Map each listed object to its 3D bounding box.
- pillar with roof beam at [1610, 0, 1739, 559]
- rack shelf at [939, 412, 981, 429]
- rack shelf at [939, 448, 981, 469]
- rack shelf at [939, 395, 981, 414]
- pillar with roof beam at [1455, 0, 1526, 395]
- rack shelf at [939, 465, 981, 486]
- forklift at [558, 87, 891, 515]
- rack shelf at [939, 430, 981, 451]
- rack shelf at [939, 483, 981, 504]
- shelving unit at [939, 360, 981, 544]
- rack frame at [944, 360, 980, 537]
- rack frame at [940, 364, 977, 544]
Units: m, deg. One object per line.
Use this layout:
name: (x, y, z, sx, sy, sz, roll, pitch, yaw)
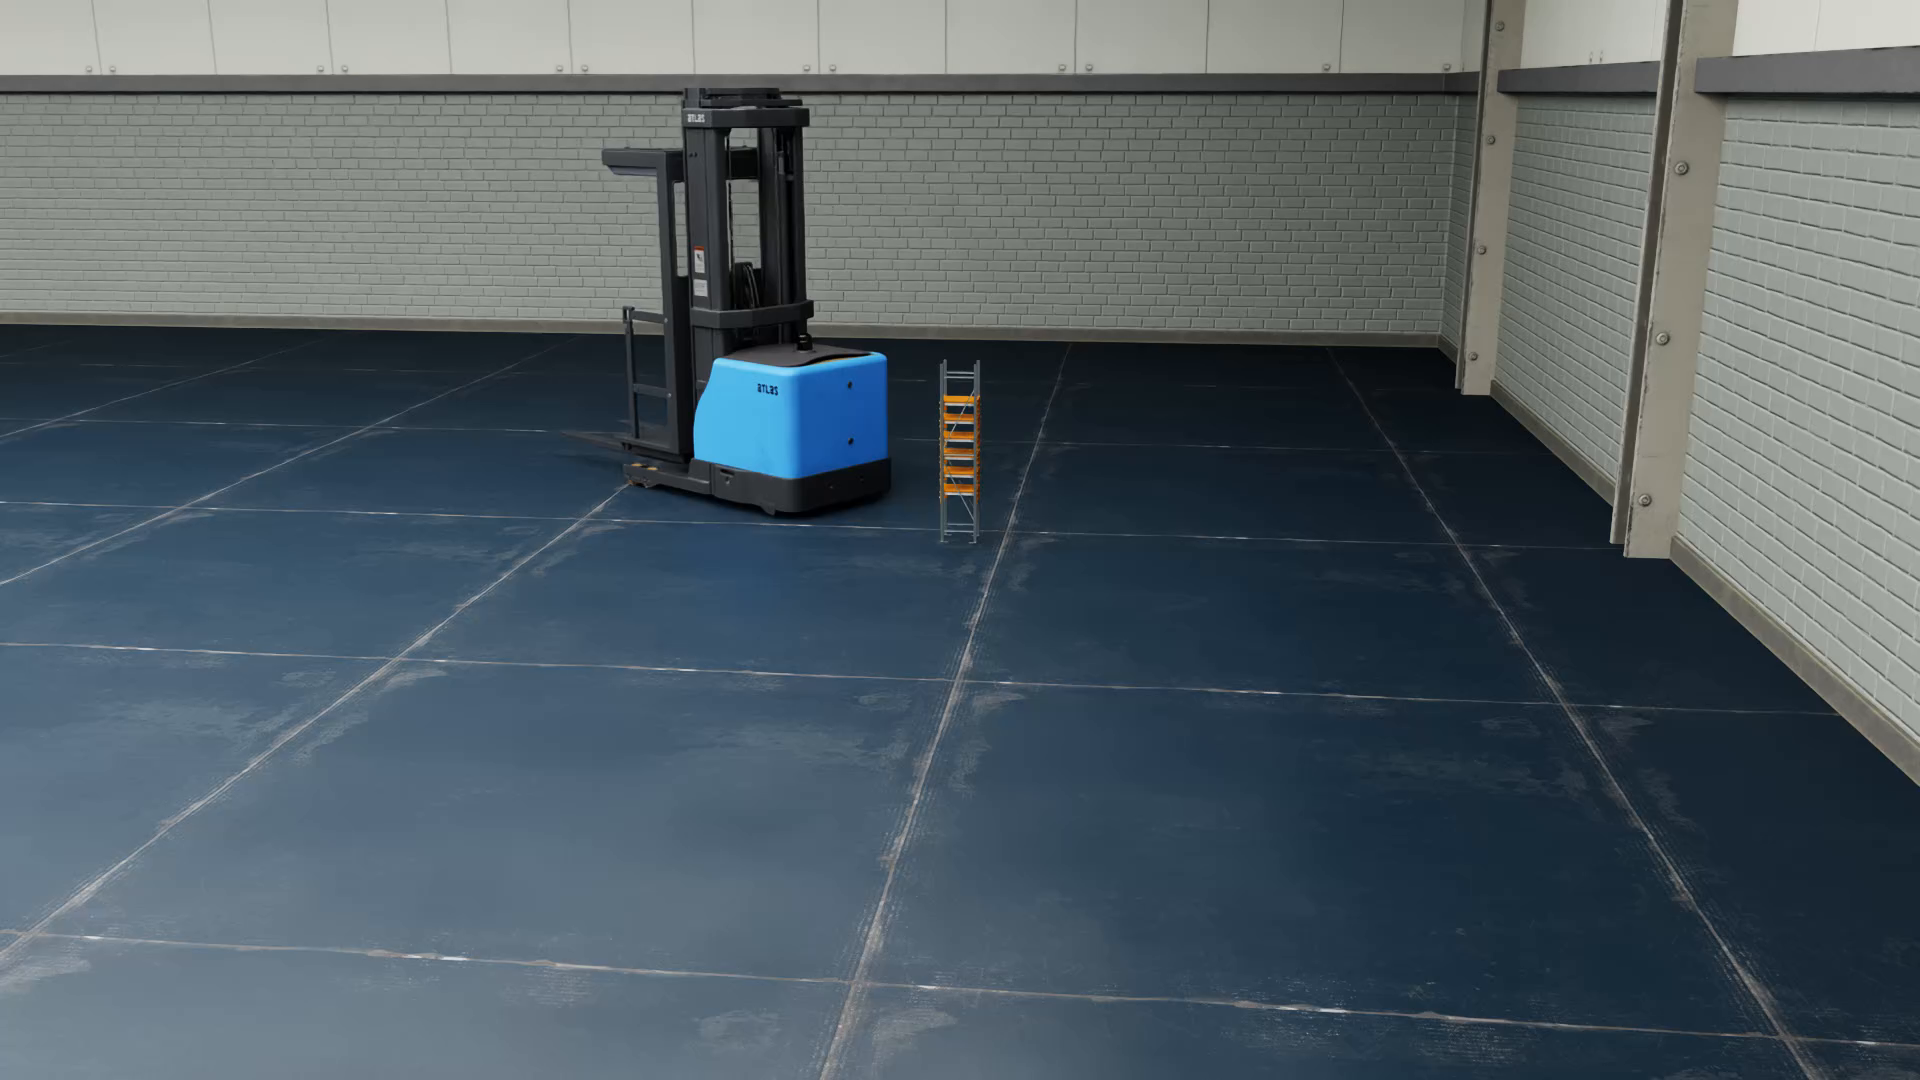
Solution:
pillar with roof beam: (0.201, -4.406, 10.217, 9.100, 9.000, 0.400, 2, 15, 6)
rack shelf: (0.002, -0.772, 10.968, 0.258, 0.103, 0.180, 2, 15, 6)
rack shelf: (0.002, -0.540, 11.031, 0.258, 0.103, 0.180, 2, 15, 6)
rack shelf: (0.002, -0.888, 10.937, 0.258, 0.103, 0.180, 2, 15, 6)
pillar with roof beam: (0.878, -5.962, 15.972, 9.100, 9.000, 0.400, 2, 15, 6)
rack shelf: (0.002, -0.424, 11.062, 0.258, 0.103, 0.180, 2, 15, 6)
forklift: (-1.943, -1.891, 12.539, 3.031, 2.935, 1.130, 13, 20, 40)
rack shelf: (0.002, -0.656, 11.000, 0.258, 0.103, 0.180, 2, 15, 6)
rack shelf: (0.002, -0.308, 11.094, 0.258, 0.103, 0.180, 2, 15, 6)
shelving unit: (0.002, -0.583, 11.019, 0.258, 1.200, 0.189, 2, 15, 6)
rack frame: (0.012, -0.607, 11.107, 0.240, 1.200, 0.006, 2, 15, 6)
rack frame: (-0.009, -0.559, 10.932, 0.240, 1.200, 0.006, 2, 15, 6)
